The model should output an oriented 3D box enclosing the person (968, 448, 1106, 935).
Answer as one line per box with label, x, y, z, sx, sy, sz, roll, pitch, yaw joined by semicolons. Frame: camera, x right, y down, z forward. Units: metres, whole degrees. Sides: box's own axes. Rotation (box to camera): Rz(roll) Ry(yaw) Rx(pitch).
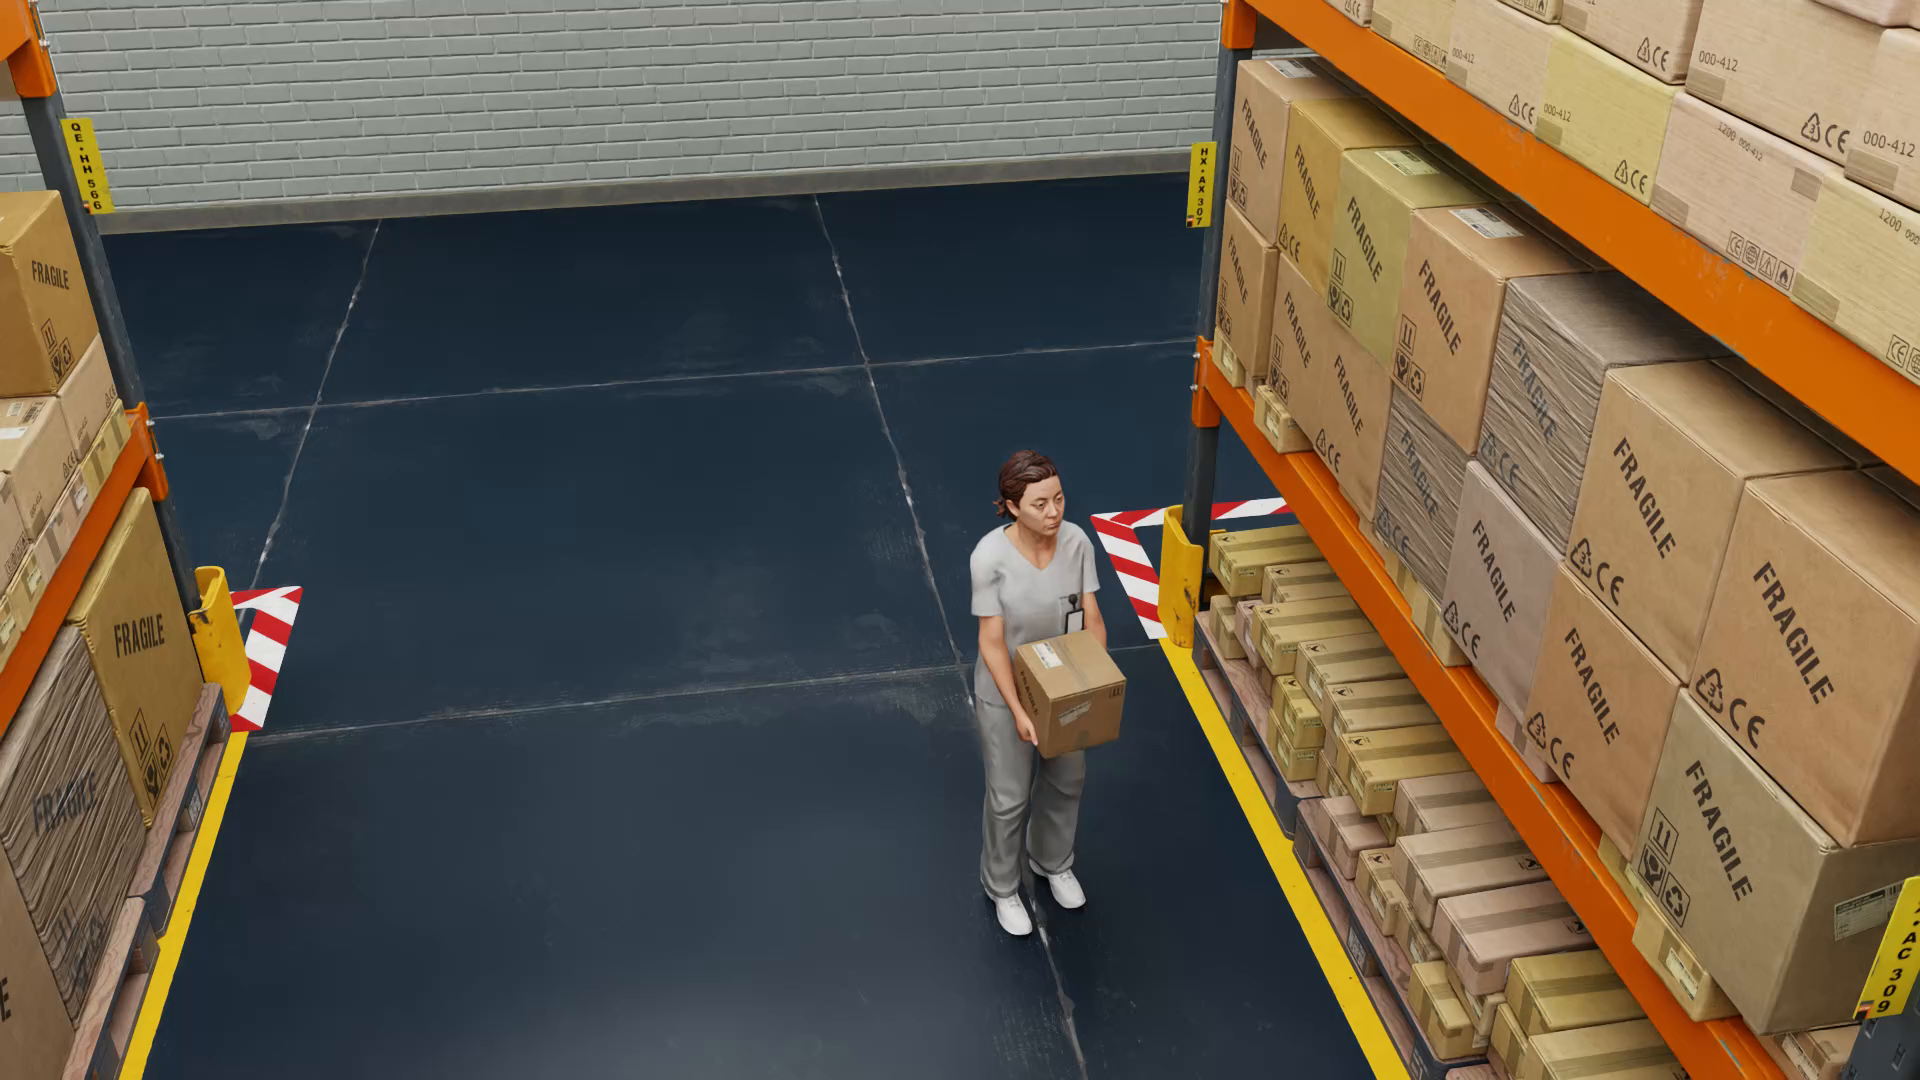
person;0.250;0.514;5.283;0.437;1.667;0.544;-12;33;-19
